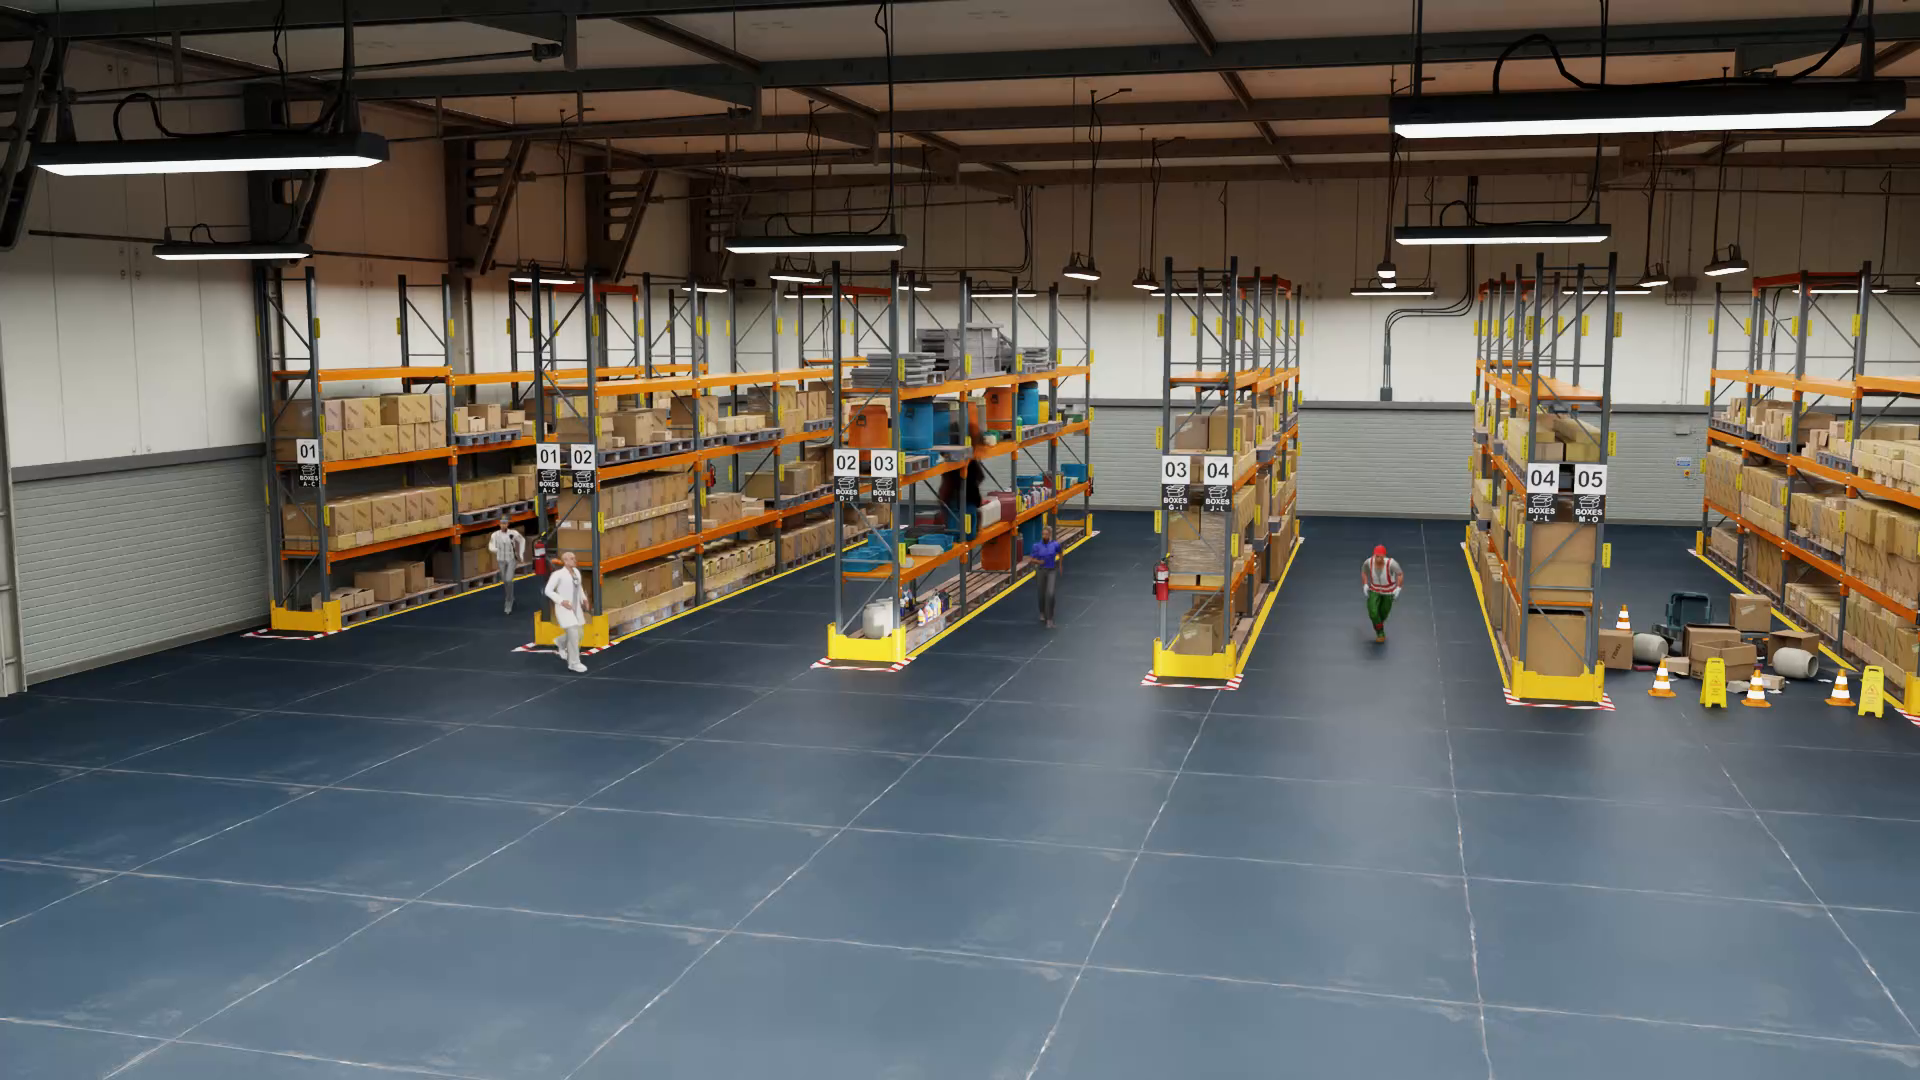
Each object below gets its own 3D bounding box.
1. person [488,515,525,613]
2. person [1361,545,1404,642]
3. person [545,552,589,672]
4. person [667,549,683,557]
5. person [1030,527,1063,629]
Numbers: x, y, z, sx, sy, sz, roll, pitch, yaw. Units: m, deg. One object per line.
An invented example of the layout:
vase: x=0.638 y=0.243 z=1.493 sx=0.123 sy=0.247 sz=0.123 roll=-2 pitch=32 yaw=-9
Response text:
person: x=-8.077 y=0.416 z=29.626 sx=0.548 sy=1.740 sz=0.832 roll=0 pitch=7 yaw=3
person: x=6.759 y=0.840 z=26.652 sx=0.644 sy=1.598 sz=1.024 roll=3 pitch=8 yaw=20
person: x=-5.791 y=1.093 z=24.479 sx=0.693 sy=1.670 sz=0.718 roll=5 pitch=9 yaw=32
person: x=-6.054 y=-0.256 z=35.055 sx=0.491 sy=1.706 sz=0.789 roll=1 pitch=7 yaw=9
person: x=1.462 y=0.624 z=28.104 sx=0.561 sy=1.716 sz=0.849 roll=0 pitch=7 yaw=3
